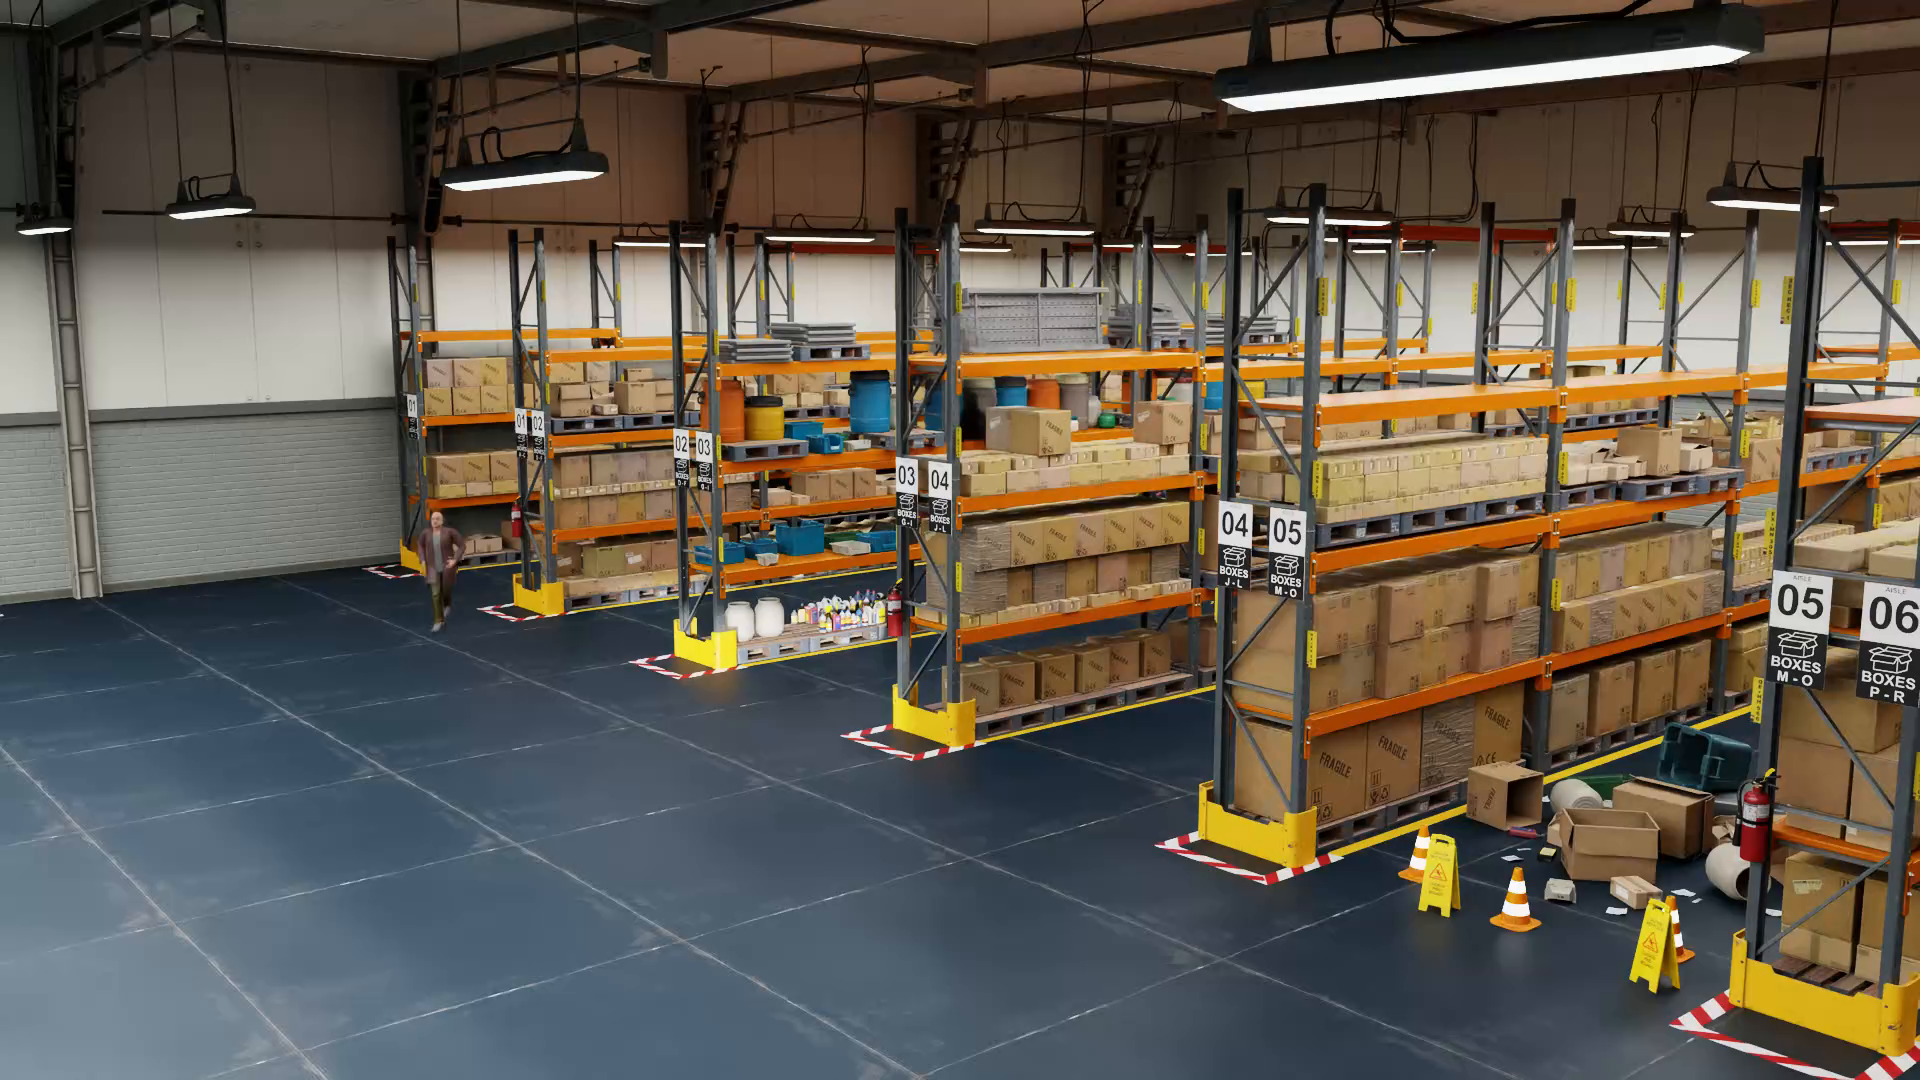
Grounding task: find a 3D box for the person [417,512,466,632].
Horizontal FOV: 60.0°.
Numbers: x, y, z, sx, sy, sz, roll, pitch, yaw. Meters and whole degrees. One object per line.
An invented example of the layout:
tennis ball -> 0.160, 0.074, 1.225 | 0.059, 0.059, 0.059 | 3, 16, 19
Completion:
person -> -7.842, 0.447, 25.188 | 0.726, 1.790, 0.831 | -1, 9, -7
